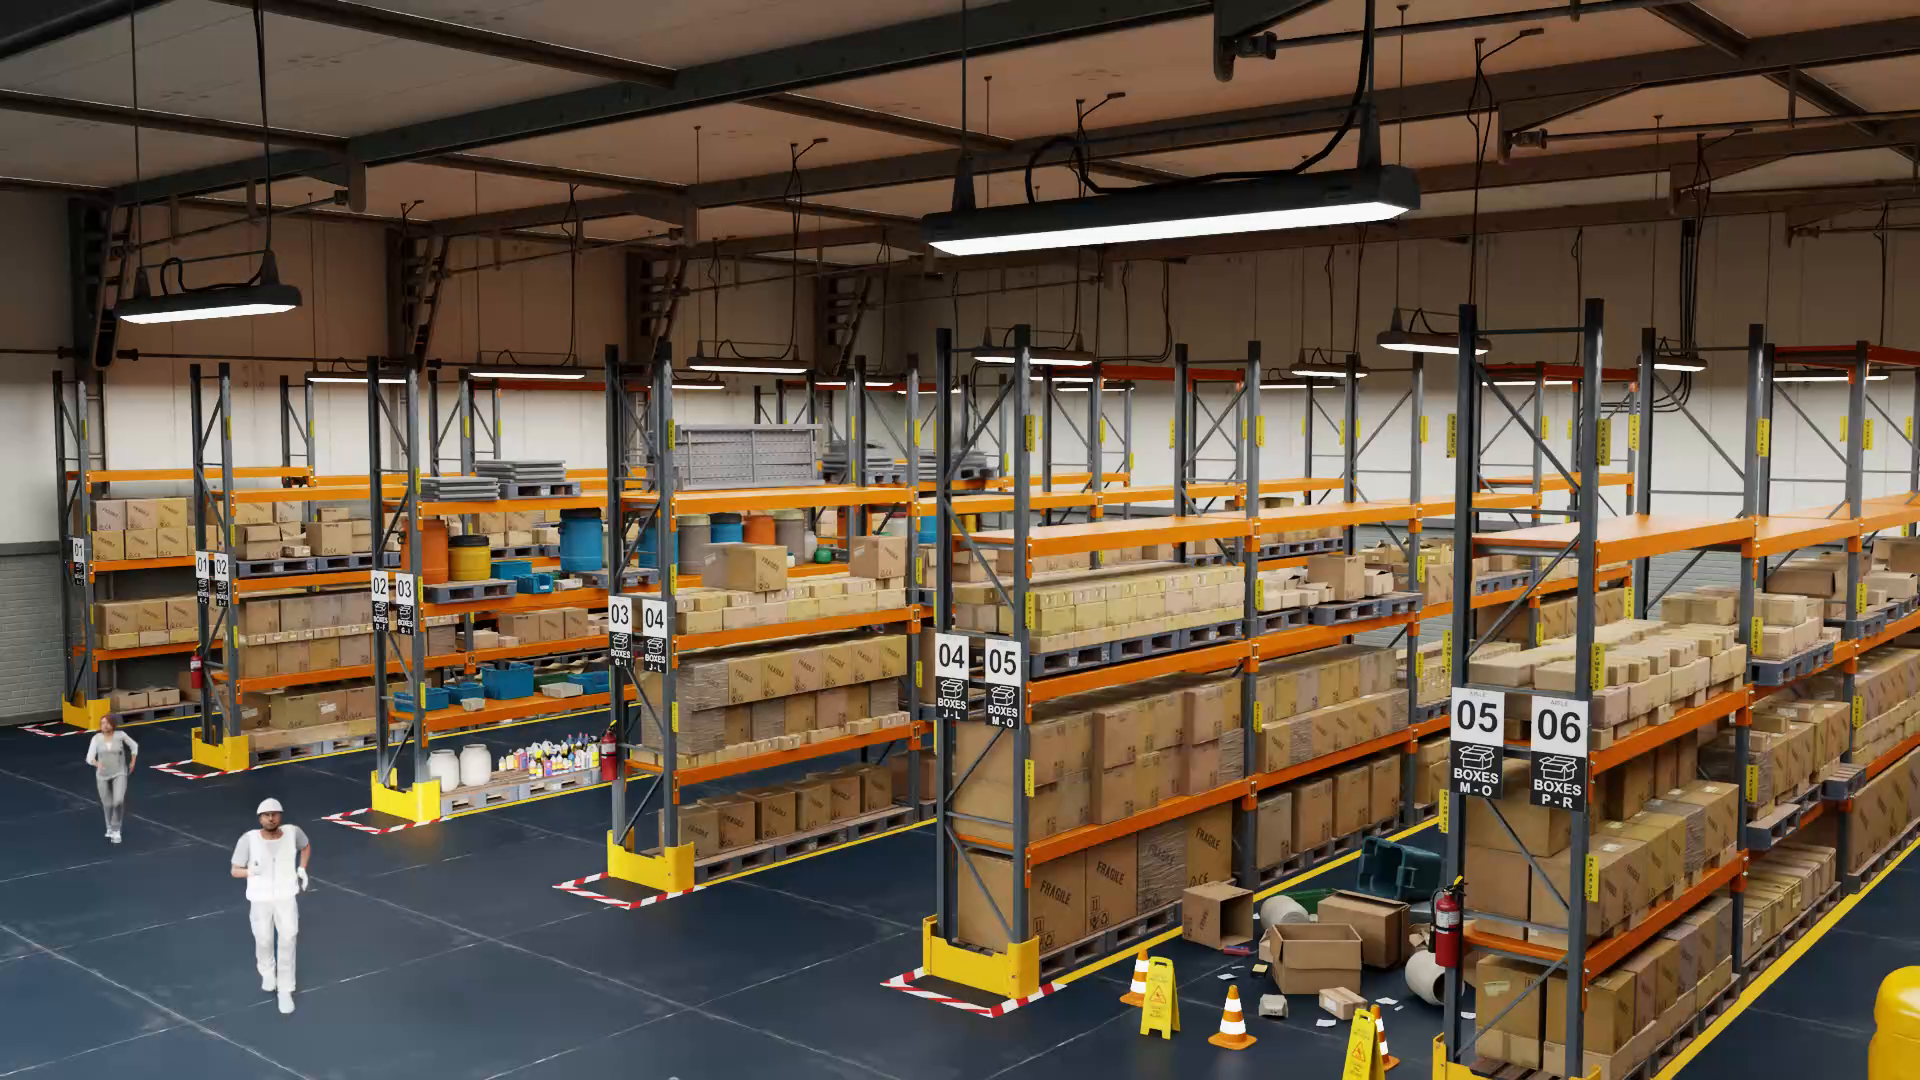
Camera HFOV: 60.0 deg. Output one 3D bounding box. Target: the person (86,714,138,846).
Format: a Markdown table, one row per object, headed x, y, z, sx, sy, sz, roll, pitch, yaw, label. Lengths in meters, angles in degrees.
| x | y | z | sx | sy | sz | roll | pitch | yaw | label |
| --- | --- | --- | --- | --- | --- | --- | --- | --- | --- |
| -10.352 | 2.912 | 20.305 | 0.543 | 1.592 | 0.672 | -1 | 4 | -19 | person |

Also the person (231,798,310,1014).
| x | y | z | sx | sy | sz | roll | pitch | yaw | label |
| --- | --- | --- | --- | --- | --- | --- | --- | --- | --- |
| -6.087 | 3.191 | 14.726 | 0.664 | 1.823 | 0.824 | -2 | 5 | -24 | person |
